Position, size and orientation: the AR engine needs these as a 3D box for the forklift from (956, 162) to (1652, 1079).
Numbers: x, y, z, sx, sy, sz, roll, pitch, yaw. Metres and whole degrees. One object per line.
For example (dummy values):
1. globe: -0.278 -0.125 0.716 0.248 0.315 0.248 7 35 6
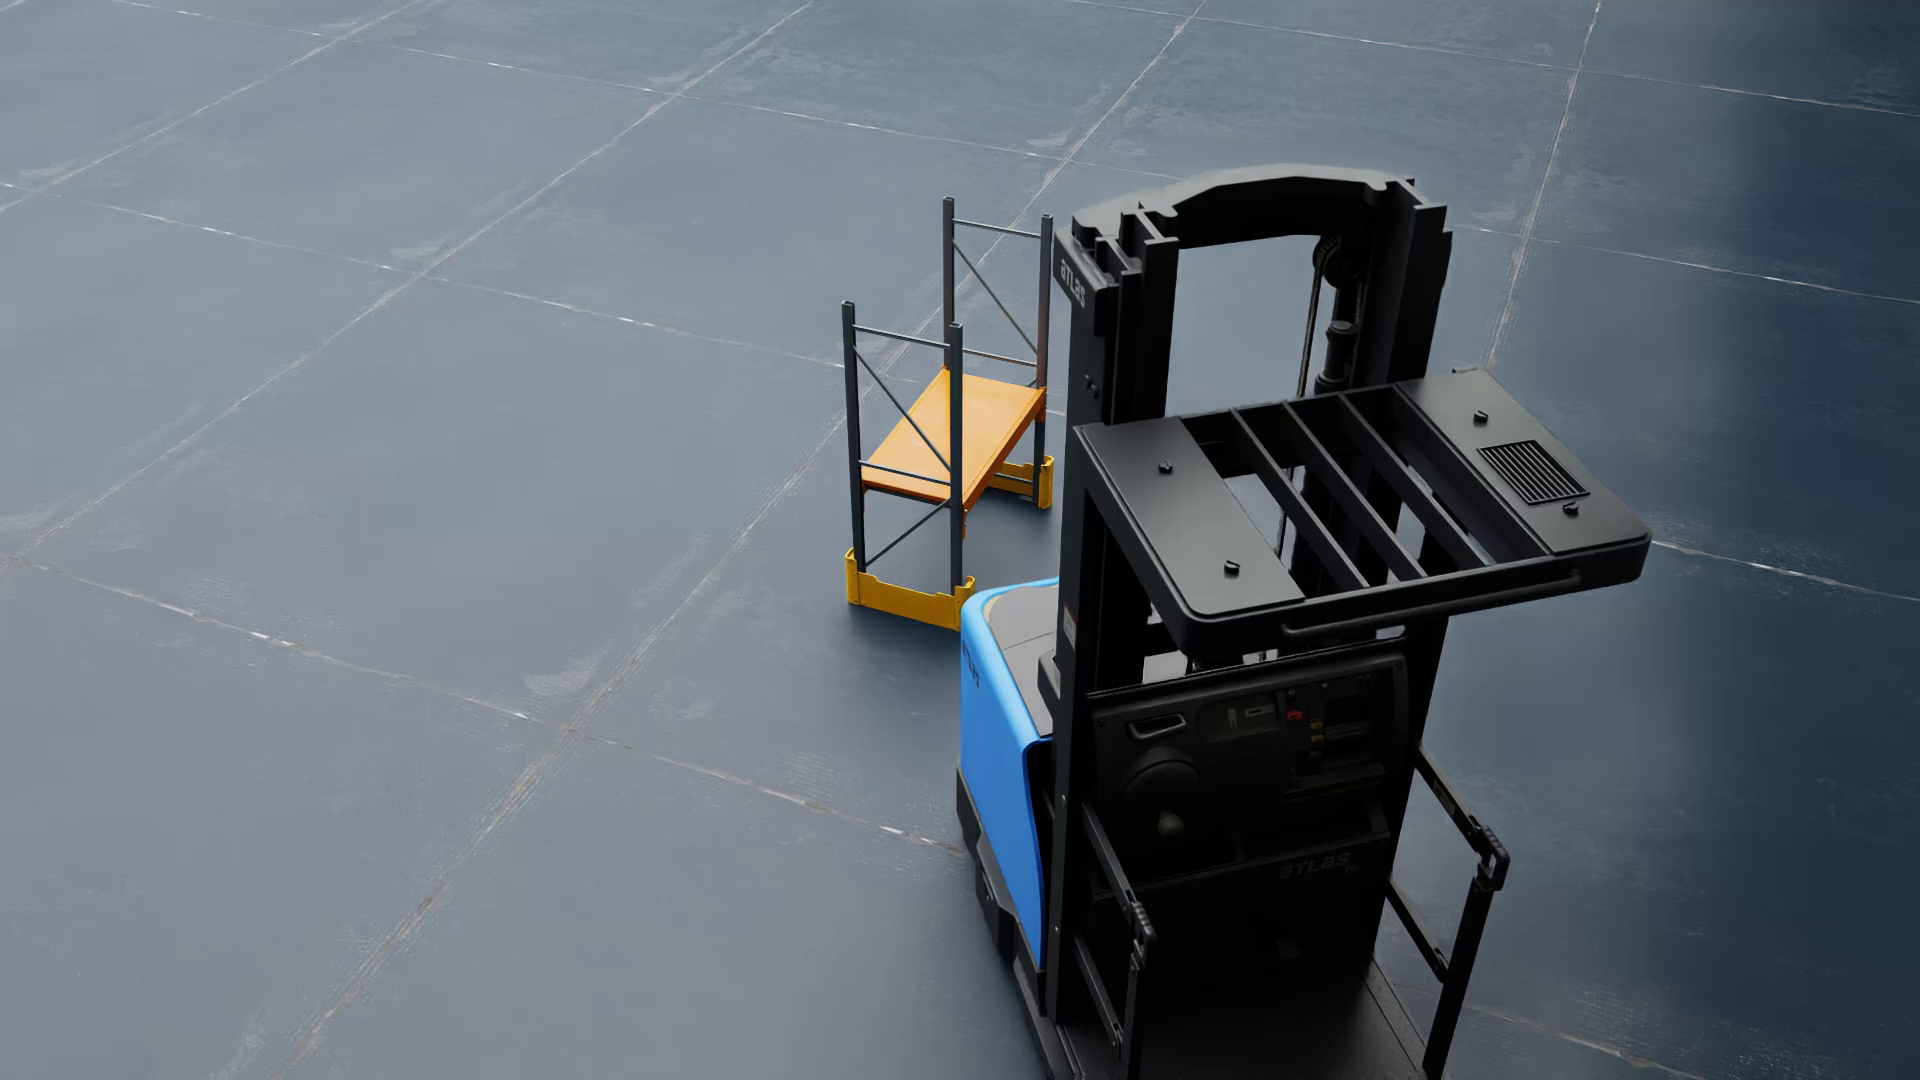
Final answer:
1. forklift: 0.871 0.642 4.443 1.130 2.935 3.031 -9 38 -12

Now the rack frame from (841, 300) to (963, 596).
1. rack frame: -0.226 -0.272 6.861 0.500 1.500 0.032 14 39 18

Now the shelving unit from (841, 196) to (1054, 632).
1. shelving unit: -0.029 -0.559 7.245 0.587 1.500 1.083 14 39 18

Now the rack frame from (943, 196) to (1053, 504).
1. rack frame: 0.161 -0.835 7.614 0.500 1.500 0.032 14 39 18

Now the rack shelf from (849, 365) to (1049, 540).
1. rack shelf: -0.032 -0.409 7.345 0.538 0.185 1.000 14 39 18

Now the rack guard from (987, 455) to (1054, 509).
1. rack guard: 0.160 -0.334 7.988 0.587 0.250 0.087 14 39 18

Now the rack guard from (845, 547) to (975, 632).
1. rack guard: -0.218 0.218 7.250 0.587 0.250 0.087 14 39 18
